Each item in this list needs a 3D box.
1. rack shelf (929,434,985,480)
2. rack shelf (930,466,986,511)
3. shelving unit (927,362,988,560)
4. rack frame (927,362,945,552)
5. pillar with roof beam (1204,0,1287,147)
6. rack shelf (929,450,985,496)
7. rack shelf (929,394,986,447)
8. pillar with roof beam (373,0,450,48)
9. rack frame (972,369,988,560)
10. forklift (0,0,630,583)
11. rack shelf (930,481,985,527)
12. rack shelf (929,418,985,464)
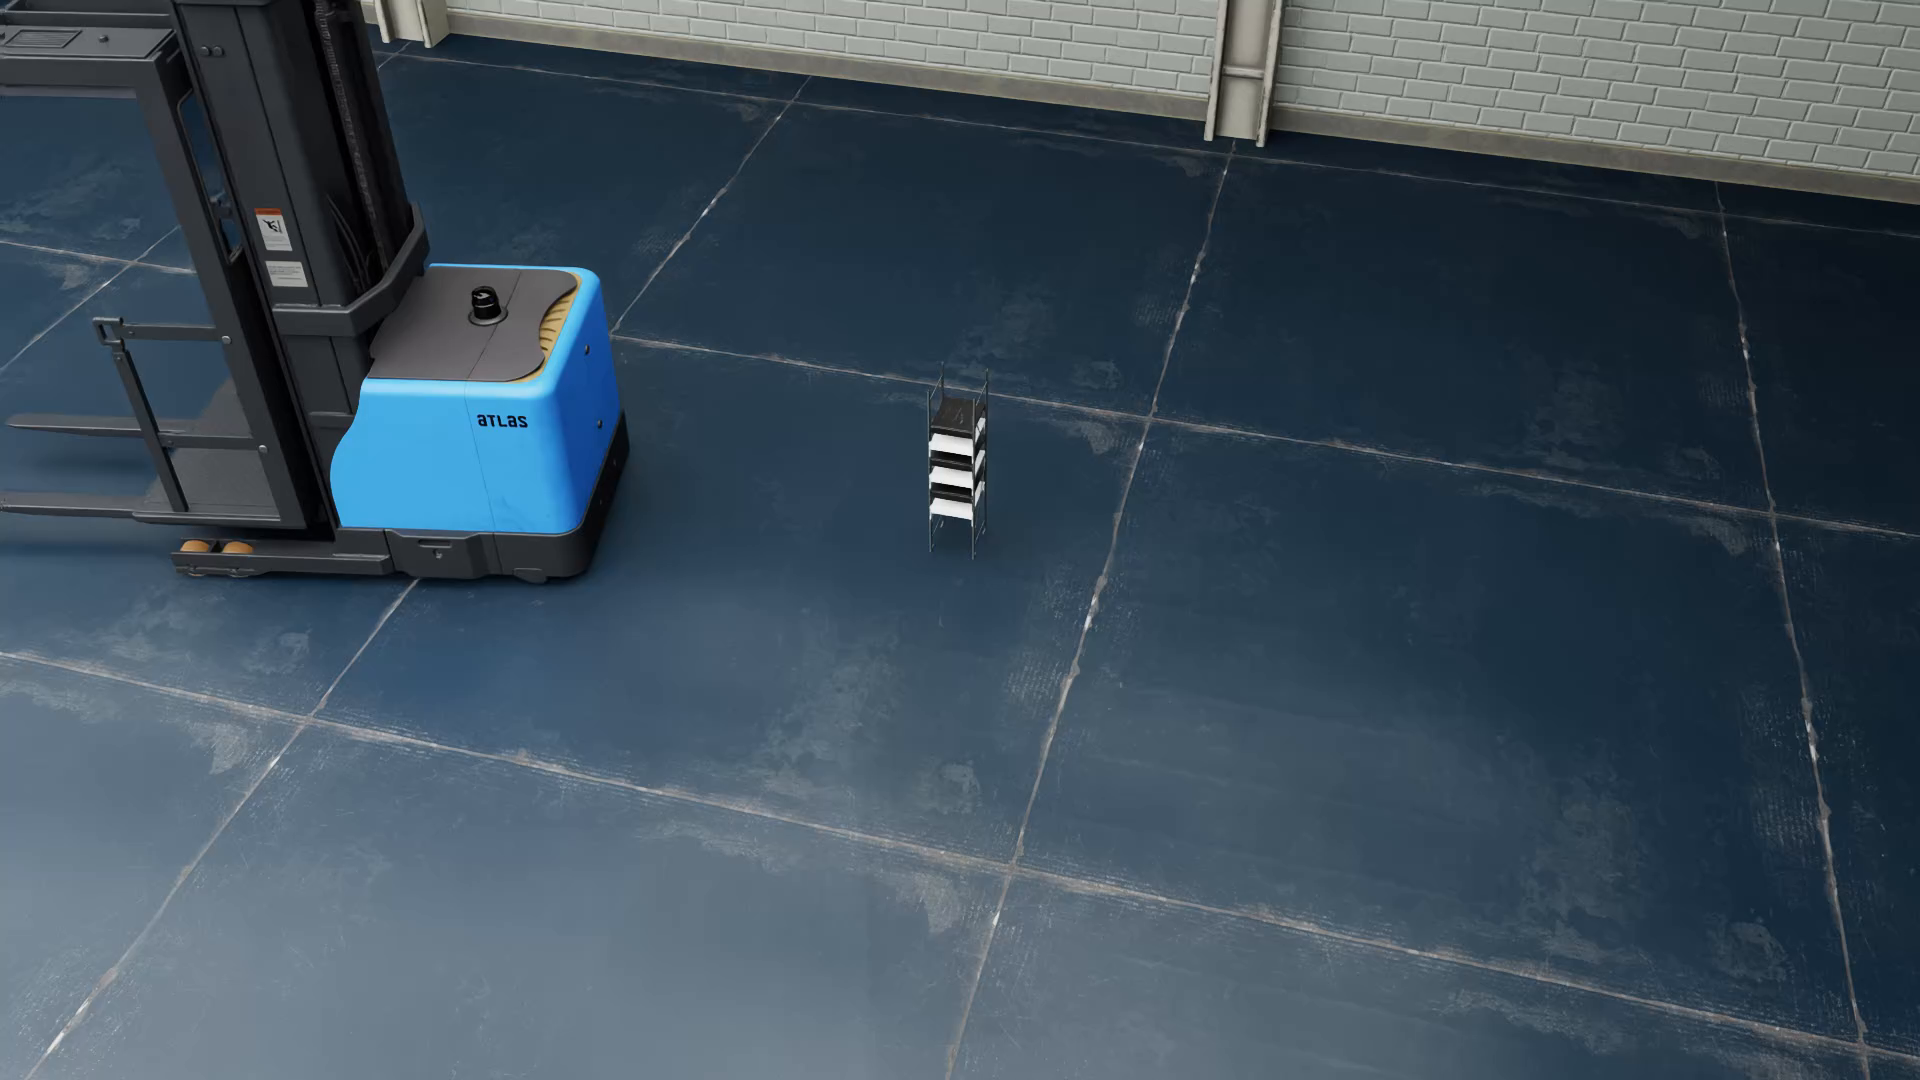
[{"bbox_3d":[-0.008,-0.389,7.450,0.200,0.077,0.258,10,41,11],"label":"rack shelf"},{"bbox_3d":[-0.008,-0.252,7.566,0.200,0.077,0.258,10,41,11],"label":"rack shelf"},{"bbox_3d":[-0.008,-0.346,7.487,0.210,0.900,0.258,10,41,11],"label":"shelving unit"},{"bbox_3d":[-0.106,-0.363,7.507,0.006,0.900,0.240,10,41,11],"label":"rack frame"},{"bbox_3d":[0.716,-3.456,4.892,0.400,9.000,9.100,10,41,11],"label":"pillar with roof beam"},{"bbox_3d":[-0.008,-0.320,7.508,0.200,0.077,0.258,10,41,11],"label":"rack shelf"},{"bbox_3d":[-0.008,-0.527,7.335,0.200,0.077,0.258,10,41,11],"label":"rack shelf"},{"bbox_3d":[-5.080,-4.453,6.080,0.400,9.000,9.100,10,41,11],"label":"pillar with roof beam"},{"bbox_3d":[0.090,-0.329,7.467,0.006,0.900,0.240,10,41,11],"label":"rack frame"},{"bbox_3d":[-3.162,-1.288,7.029,3.031,2.935,1.130,2,40,2],"label":"forklift"},{"bbox_3d":[-0.008,-0.183,7.624,0.200,0.077,0.258,10,41,11],"label":"rack shelf"},{"bbox_3d":[-0.008,-0.458,7.392,0.200,0.077,0.258,10,41,11],"label":"rack shelf"}]
